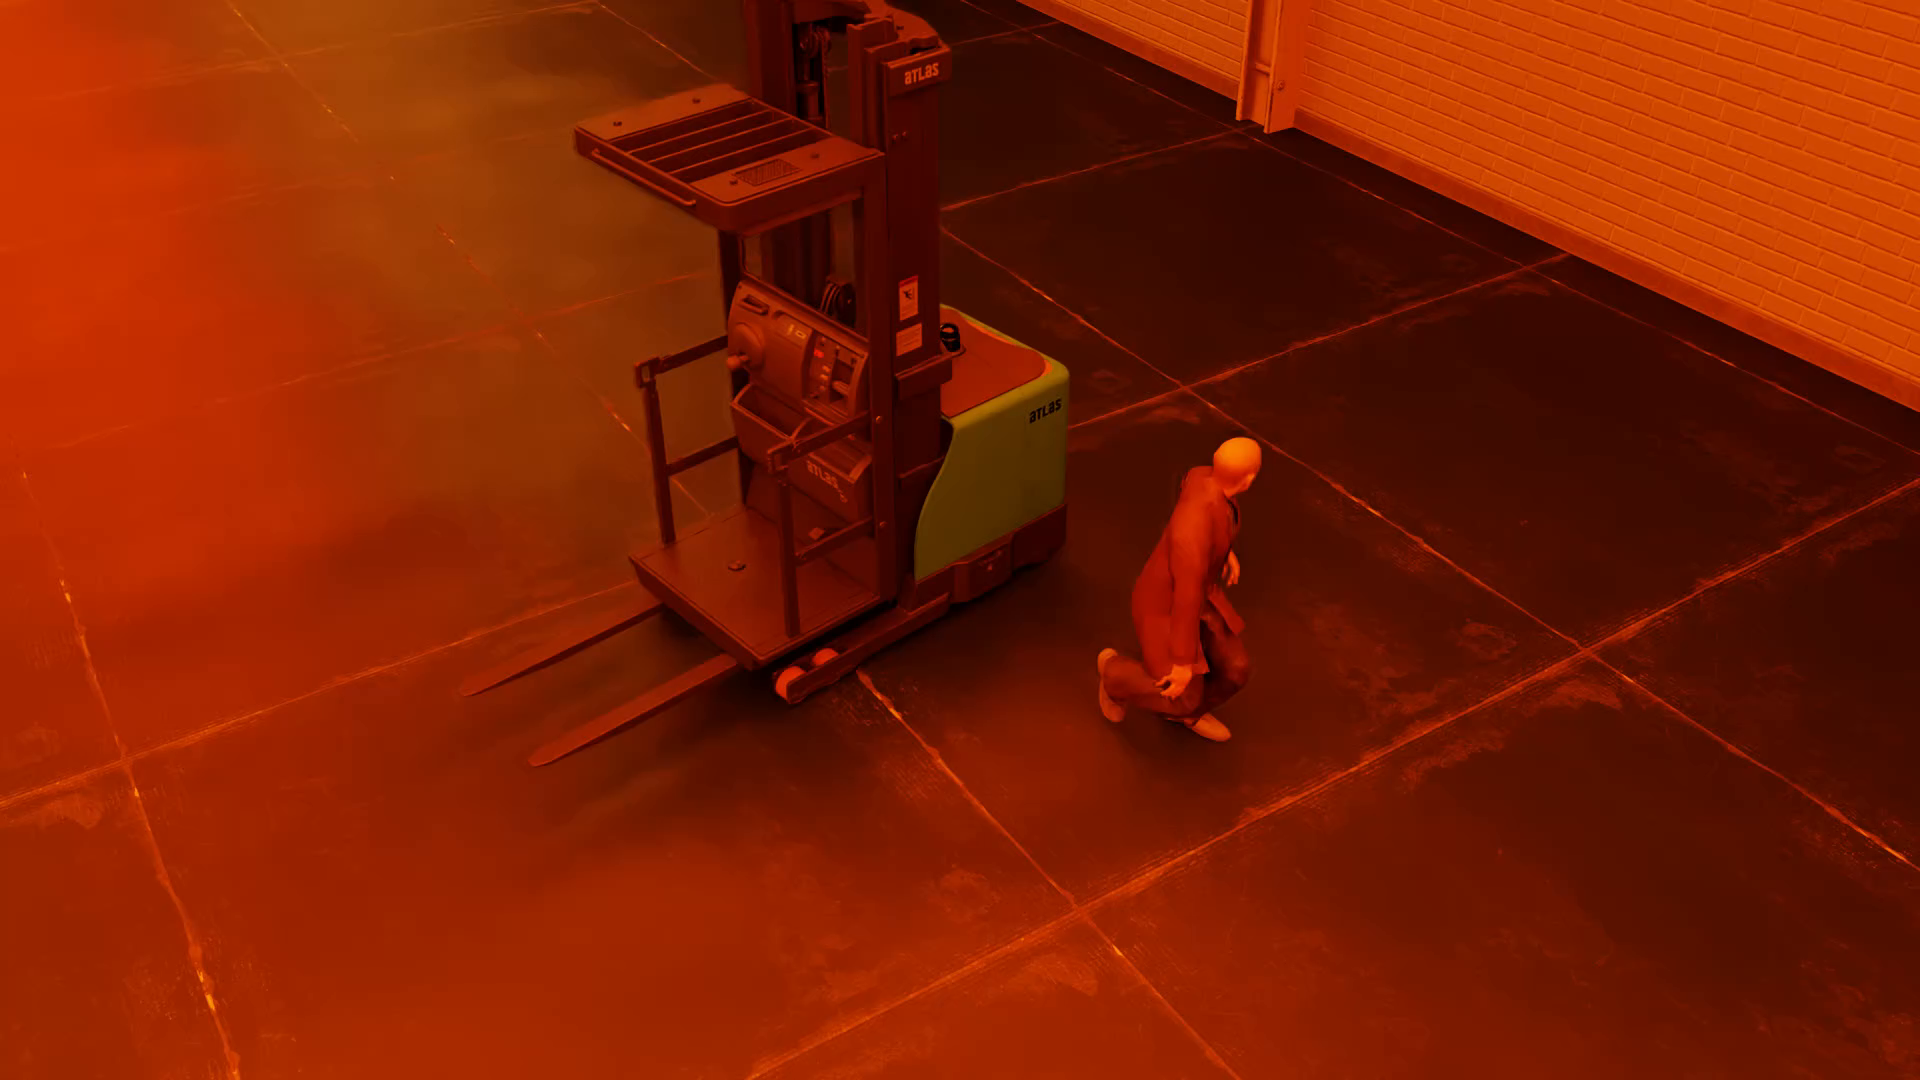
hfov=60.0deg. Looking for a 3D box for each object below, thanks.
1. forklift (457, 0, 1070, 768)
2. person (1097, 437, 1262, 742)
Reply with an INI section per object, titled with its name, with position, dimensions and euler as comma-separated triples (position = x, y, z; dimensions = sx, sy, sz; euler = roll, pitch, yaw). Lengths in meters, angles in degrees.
[forklift]
position = -0.884, -0.792, 7.275
dimensions = 3.031, 2.935, 1.130
euler = -27, 43, -33
[person]
position = 0.923, 0.227, 7.046
dimensions = 0.676, 1.573, 0.877
euler = 21, 40, 27
